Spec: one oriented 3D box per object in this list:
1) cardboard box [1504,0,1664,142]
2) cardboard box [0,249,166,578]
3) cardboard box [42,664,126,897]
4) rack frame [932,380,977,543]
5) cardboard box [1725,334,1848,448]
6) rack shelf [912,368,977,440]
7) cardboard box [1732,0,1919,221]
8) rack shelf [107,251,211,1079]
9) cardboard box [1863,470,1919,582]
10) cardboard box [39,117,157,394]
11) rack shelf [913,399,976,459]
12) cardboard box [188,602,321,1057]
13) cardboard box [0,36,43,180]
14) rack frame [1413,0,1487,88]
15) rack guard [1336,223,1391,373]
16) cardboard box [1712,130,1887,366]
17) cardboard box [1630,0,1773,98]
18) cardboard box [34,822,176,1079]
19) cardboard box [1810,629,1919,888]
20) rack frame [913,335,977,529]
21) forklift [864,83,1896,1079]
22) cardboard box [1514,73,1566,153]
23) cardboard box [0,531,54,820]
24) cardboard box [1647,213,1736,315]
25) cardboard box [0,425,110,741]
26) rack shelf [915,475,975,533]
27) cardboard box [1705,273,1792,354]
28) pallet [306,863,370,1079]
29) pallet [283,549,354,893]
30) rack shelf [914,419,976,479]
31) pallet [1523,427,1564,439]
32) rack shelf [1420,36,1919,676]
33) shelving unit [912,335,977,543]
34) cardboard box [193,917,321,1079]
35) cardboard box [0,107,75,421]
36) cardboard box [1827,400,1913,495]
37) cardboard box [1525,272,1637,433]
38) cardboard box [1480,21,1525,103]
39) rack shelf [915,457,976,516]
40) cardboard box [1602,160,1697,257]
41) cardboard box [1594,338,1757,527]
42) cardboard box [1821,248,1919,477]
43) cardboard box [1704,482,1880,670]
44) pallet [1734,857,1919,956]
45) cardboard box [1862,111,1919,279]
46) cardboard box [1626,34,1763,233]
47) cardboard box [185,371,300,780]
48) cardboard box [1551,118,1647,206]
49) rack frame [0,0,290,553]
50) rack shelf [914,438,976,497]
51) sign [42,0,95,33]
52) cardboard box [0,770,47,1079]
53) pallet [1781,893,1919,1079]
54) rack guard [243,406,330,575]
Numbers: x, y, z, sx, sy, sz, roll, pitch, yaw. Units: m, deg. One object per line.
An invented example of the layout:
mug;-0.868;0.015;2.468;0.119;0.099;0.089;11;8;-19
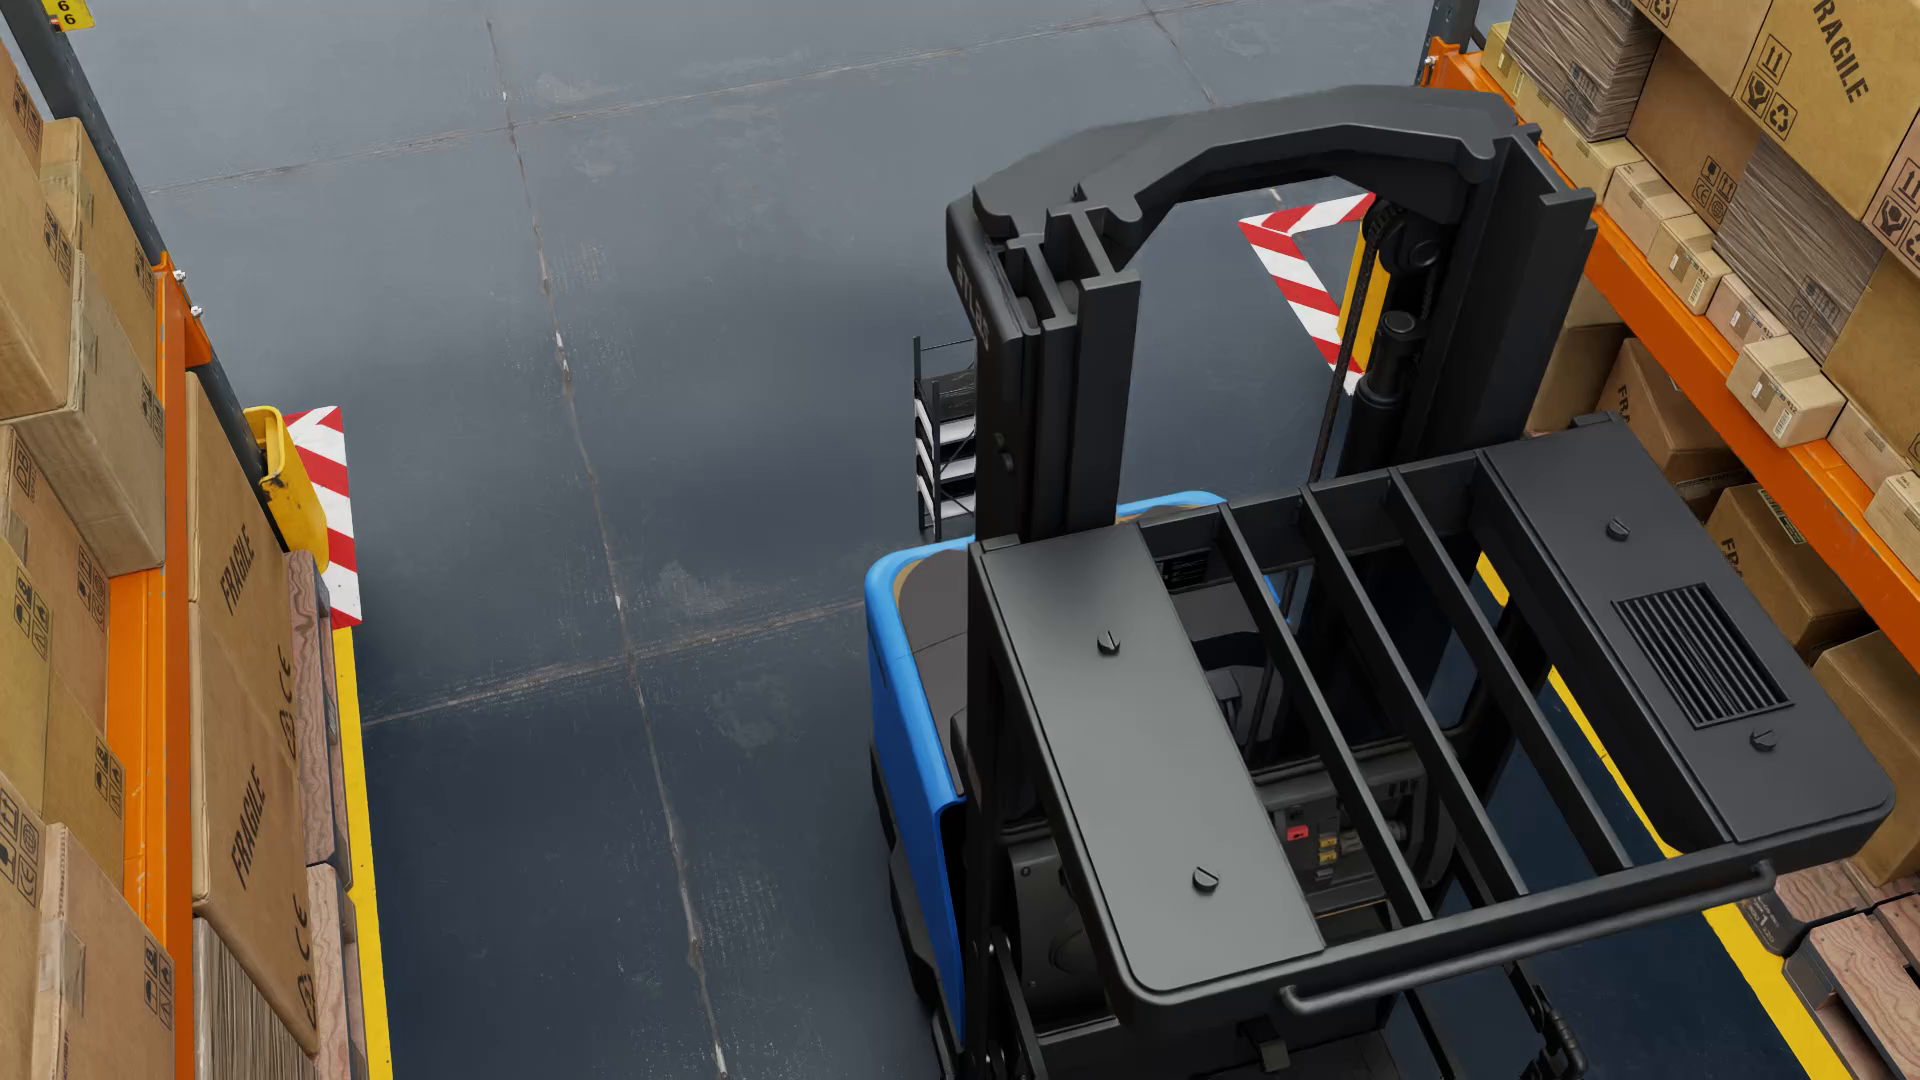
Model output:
cardboard box;2.163;-1.591;4.869;0.875;0.500;0.500;-13;51;-11
cardboard box;-2.404;-0.214;3.870;0.875;0.550;0.550;-13;51;-11
cardboard box;-2.163;0.602;3.183;0.875;0.550;0.500;-13;51;-11
rack frame;0.032;-0.210;5.338;0.240;0.900;0.006;-13;51;-11
cardboard box;2.235;-0.410;4.298;0.380;0.149;0.250;-13;51;-11
rack shelf;0.002;-0.437;5.220;0.258;0.077;0.200;-13;51;-11
cardboard box;2.220;-1.126;3.823;0.500;0.500;0.500;-13;51;-11
rack shelf;-2.150;0.870;3.525;1.077;0.370;4.000;-13;51;-11
cardboard box;2.436;-0.057;4.001;0.380;0.149;0.250;-13;51;-11
cardboard box;-2.588;-0.610;4.205;0.875;0.550;0.550;-13;51;-11
rack shelf;0.002;-0.379;5.289;0.258;0.077;0.200;-13;51;-11
cardboard box;-2.215;0.849;4.187;0.875;0.875;0.875;-14;51;-12
cardboard box;-2.668;-0.939;3.776;0.875;0.550;0.550;-13;51;-11
rack frame;2.027;-1.870;5.365;1.000;3.000;0.127;-13;51;-11
rack guard;2.050;-1.009;6.274;1.175;0.500;0.348;-13;51;-11
cardboard box;2.533;-0.878;4.268;0.875;0.500;0.500;-13;51;-11
cardboard box;2.071;-1.491;4.131;0.500;0.500;0.500;-13;51;-11
cardboard box;-1.910;0.966;2.876;0.875;0.550;0.550;-13;51;-11
cardboard box;2.695;0.568;4.670;0.500;0.500;0.500;-17;52;-14
rack frame;-0.028;-0.358;5.464;0.240;0.900;0.006;-13;51;-11
forklift;0.614;0.784;3.172;1.130;2.935;3.031;-12;51;-10
cardboard box;1.939;-1.340;5.082;0.380;0.149;0.250;-13;51;-11
cardboard box;-2.101;0.239;2.782;0.875;0.550;0.500;-13;51;-11
cardboard box;2.160;-0.792;4.620;0.380;0.149;0.250;-13;51;-11
cardboard box;-2.359;0.224;3.501;0.875;0.550;0.550;-13;51;-11
rack shelf;0.002;-0.147;5.564;0.258;0.077;0.200;-13;51;-11
cardboard box;2.260;-0.616;4.472;0.380;0.149;0.250;-13;51;-11
pallet;-2.073;1.532;4.321;1.003;0.211;1.213;-13;51;-11
pallet;-2.430;0.642;5.071;1.003;0.211;1.213;-13;51;-11
rack shelf;0.002;-0.321;5.358;0.258;0.077;0.200;-13;51;-11
pallet;2.256;-0.315;5.877;1.003;0.211;1.213;-13;51;-11
rack shelf;2.619;-0.178;4.409;1.077;0.370;4.000;-13;51;-11
shelving unit;0.002;-0.284;5.401;0.258;0.900;0.210;-13;51;-11
cardboard box;-1.947;1.515;3.626;0.875;0.875;0.875;-13;51;-11
cardboard box;-2.417;-0.559;3.455;0.875;0.550;0.550;-13;51;-11
cardboard box;2.435;-0.257;4.169;0.380;0.149;0.250;-13;51;-11
cardboard box;2.196;-0.740;5.772;0.500;0.500;0.500;-5;50;-4
cardboard box;1.884;-1.527;5.240;0.380;0.149;0.250;-13;51;-11
rack shelf;0.002;-0.205;5.495;0.258;0.077;0.200;-13;51;-11
cardboard box;2.093;-0.977;4.776;0.380;0.149;0.250;-13;51;-11
cardboard box;2.405;-0.311;5.411;0.500;0.500;0.500;-2;50;-1
cardboard box;2.669;-0.510;3.958;0.875;0.500;0.500;-13;51;-11
cardboard box;2.572;0.150;5.022;0.500;0.500;0.500;-9;50;-8
pallet;2.613;0.575;5.127;1.003;0.211;1.213;-13;51;-11
cardboard box;2.373;-0.762;3.517;0.500;0.500;0.500;-13;51;-11
cardboard box;2.426;-1.253;4.584;0.875;0.500;0.500;-13;51;-11
cardboard box;-2.477;0.207;4.729;0.875;0.875;0.875;-13;51;-11
cardboard box;1.999;-1.154;4.926;0.380;0.149;0.250;-13;51;-11
rack frame;-2.741;-0.823;4.482;1.000;3.000;0.127;-13;51;-11
rack shelf;0.002;-0.263;5.426;0.258;0.077;0.200;-13;51;-11
sign;-2.219;-1.385;4.043;0.100;0.325;0.005;-13;51;-11
cardboard box;-1.936;0.624;2.458;0.875;0.550;0.550;-13;51;-11
pallet;2.978;1.467;4.375;1.003;0.211;1.213;-13;51;-11
rack guard;-2.748;-0.035;5.452;1.175;0.500;0.348;-13;51;-11
